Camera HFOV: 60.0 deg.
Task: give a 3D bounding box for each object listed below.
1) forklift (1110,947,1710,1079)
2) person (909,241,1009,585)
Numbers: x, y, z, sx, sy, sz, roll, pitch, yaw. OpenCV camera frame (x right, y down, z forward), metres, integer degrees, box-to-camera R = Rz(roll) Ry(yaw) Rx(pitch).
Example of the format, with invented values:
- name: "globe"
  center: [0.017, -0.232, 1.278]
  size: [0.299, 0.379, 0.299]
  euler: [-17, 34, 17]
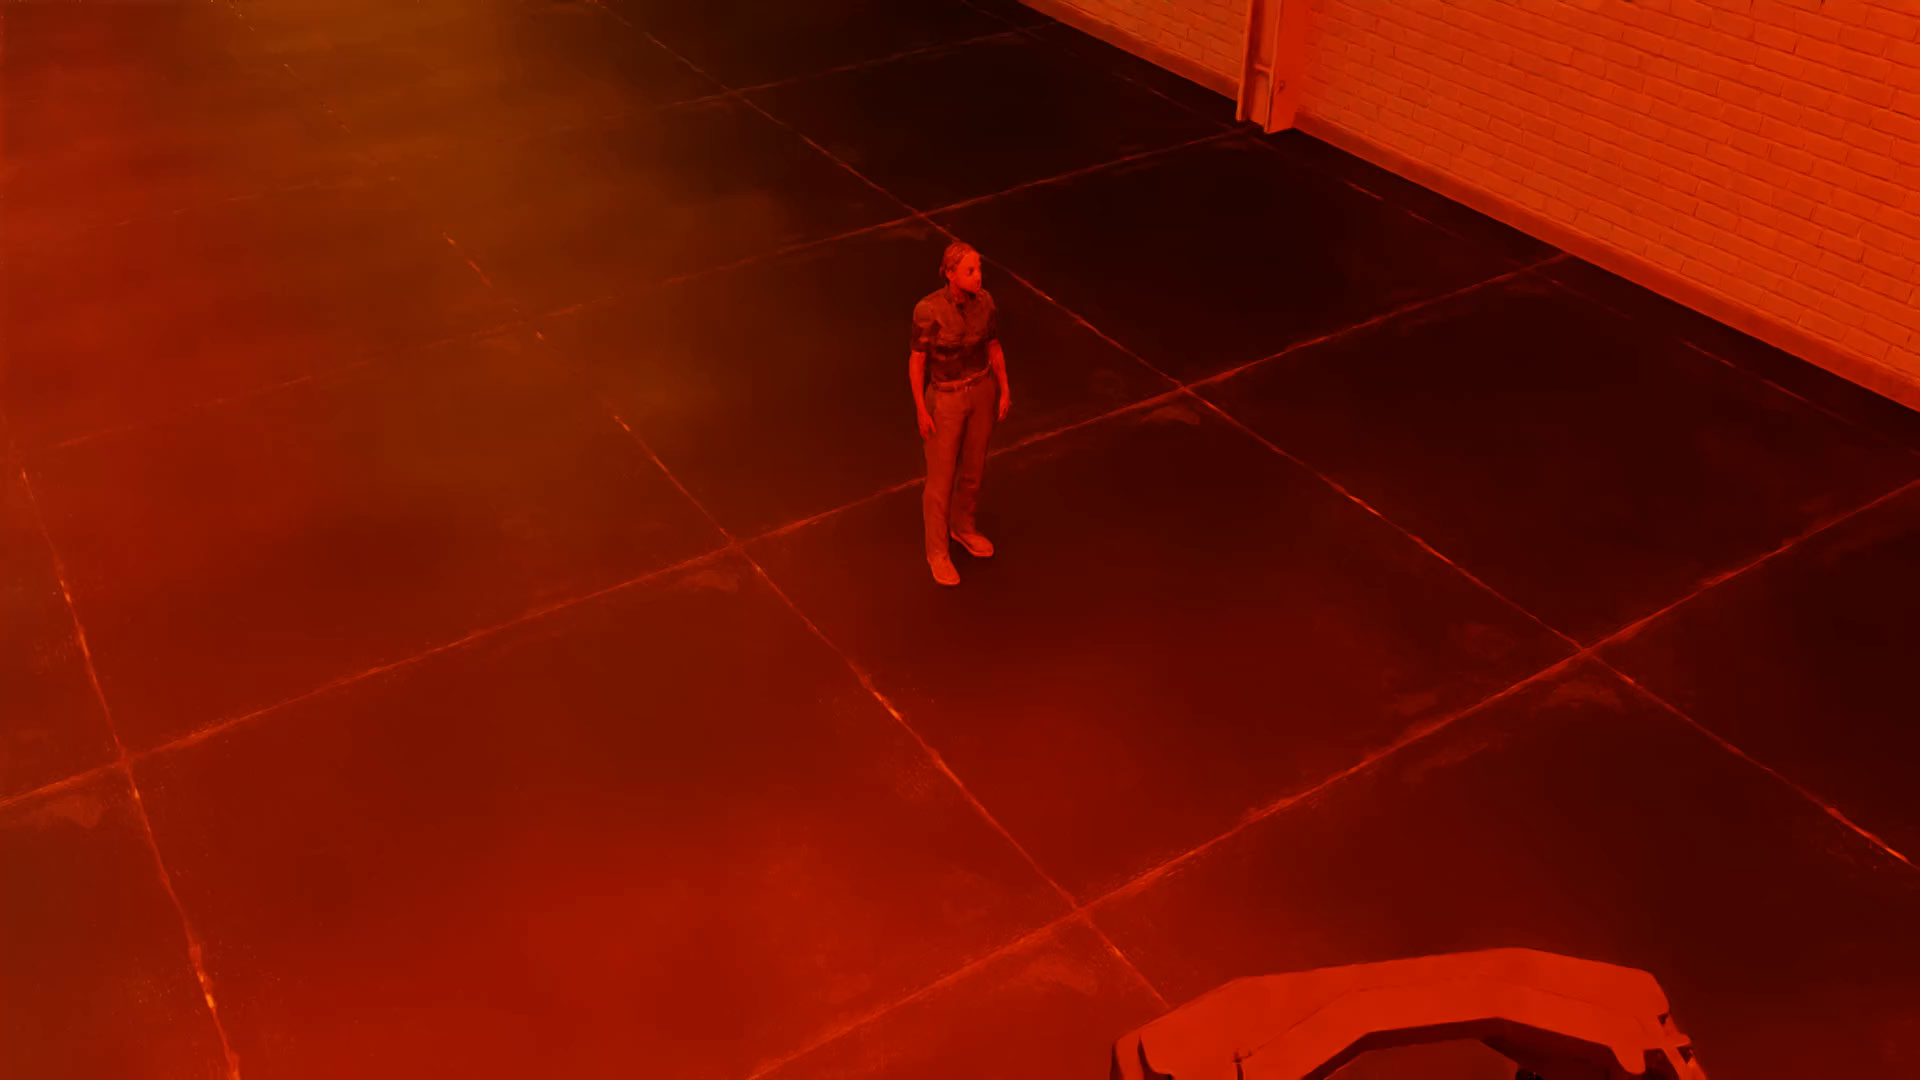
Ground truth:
- name: "forklift"
  center: [0.806, 2.269, 2.919]
  size: [1.130, 2.935, 3.031]
  euler: [-5, 35, -7]
- name: "person"
  center: [0.032, -0.634, 8.148]
  size: [0.570, 1.654, 0.503]
  euler: [-21, 40, -27]
